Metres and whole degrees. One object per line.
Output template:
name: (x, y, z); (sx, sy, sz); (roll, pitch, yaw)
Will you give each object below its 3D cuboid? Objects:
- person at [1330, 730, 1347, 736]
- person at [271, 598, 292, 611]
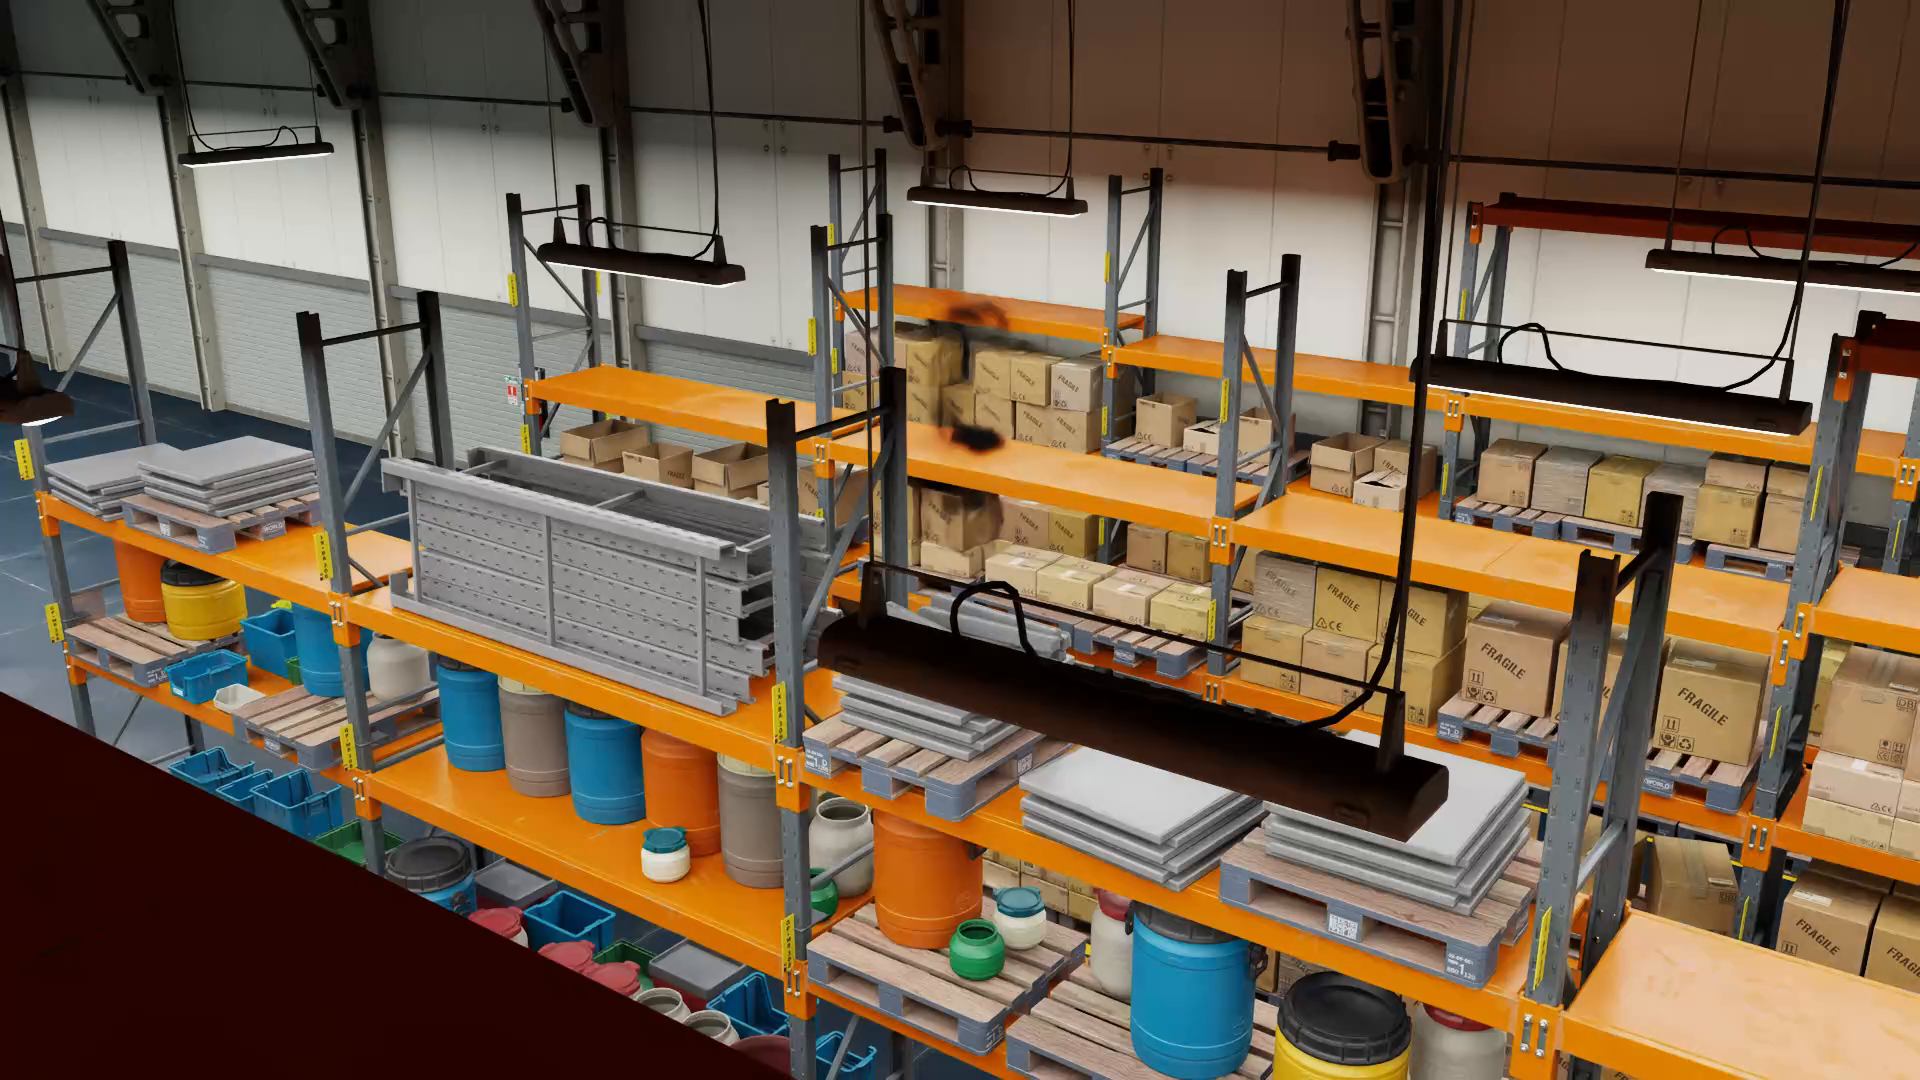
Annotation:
person: (3.801, 2.158, 16.097); (0.758, 1.628, 0.588); (9, 21, 26)
person: (-7.281, 1.429, 18.119); (0.590, 1.732, 0.677); (-11, 21, -29)
